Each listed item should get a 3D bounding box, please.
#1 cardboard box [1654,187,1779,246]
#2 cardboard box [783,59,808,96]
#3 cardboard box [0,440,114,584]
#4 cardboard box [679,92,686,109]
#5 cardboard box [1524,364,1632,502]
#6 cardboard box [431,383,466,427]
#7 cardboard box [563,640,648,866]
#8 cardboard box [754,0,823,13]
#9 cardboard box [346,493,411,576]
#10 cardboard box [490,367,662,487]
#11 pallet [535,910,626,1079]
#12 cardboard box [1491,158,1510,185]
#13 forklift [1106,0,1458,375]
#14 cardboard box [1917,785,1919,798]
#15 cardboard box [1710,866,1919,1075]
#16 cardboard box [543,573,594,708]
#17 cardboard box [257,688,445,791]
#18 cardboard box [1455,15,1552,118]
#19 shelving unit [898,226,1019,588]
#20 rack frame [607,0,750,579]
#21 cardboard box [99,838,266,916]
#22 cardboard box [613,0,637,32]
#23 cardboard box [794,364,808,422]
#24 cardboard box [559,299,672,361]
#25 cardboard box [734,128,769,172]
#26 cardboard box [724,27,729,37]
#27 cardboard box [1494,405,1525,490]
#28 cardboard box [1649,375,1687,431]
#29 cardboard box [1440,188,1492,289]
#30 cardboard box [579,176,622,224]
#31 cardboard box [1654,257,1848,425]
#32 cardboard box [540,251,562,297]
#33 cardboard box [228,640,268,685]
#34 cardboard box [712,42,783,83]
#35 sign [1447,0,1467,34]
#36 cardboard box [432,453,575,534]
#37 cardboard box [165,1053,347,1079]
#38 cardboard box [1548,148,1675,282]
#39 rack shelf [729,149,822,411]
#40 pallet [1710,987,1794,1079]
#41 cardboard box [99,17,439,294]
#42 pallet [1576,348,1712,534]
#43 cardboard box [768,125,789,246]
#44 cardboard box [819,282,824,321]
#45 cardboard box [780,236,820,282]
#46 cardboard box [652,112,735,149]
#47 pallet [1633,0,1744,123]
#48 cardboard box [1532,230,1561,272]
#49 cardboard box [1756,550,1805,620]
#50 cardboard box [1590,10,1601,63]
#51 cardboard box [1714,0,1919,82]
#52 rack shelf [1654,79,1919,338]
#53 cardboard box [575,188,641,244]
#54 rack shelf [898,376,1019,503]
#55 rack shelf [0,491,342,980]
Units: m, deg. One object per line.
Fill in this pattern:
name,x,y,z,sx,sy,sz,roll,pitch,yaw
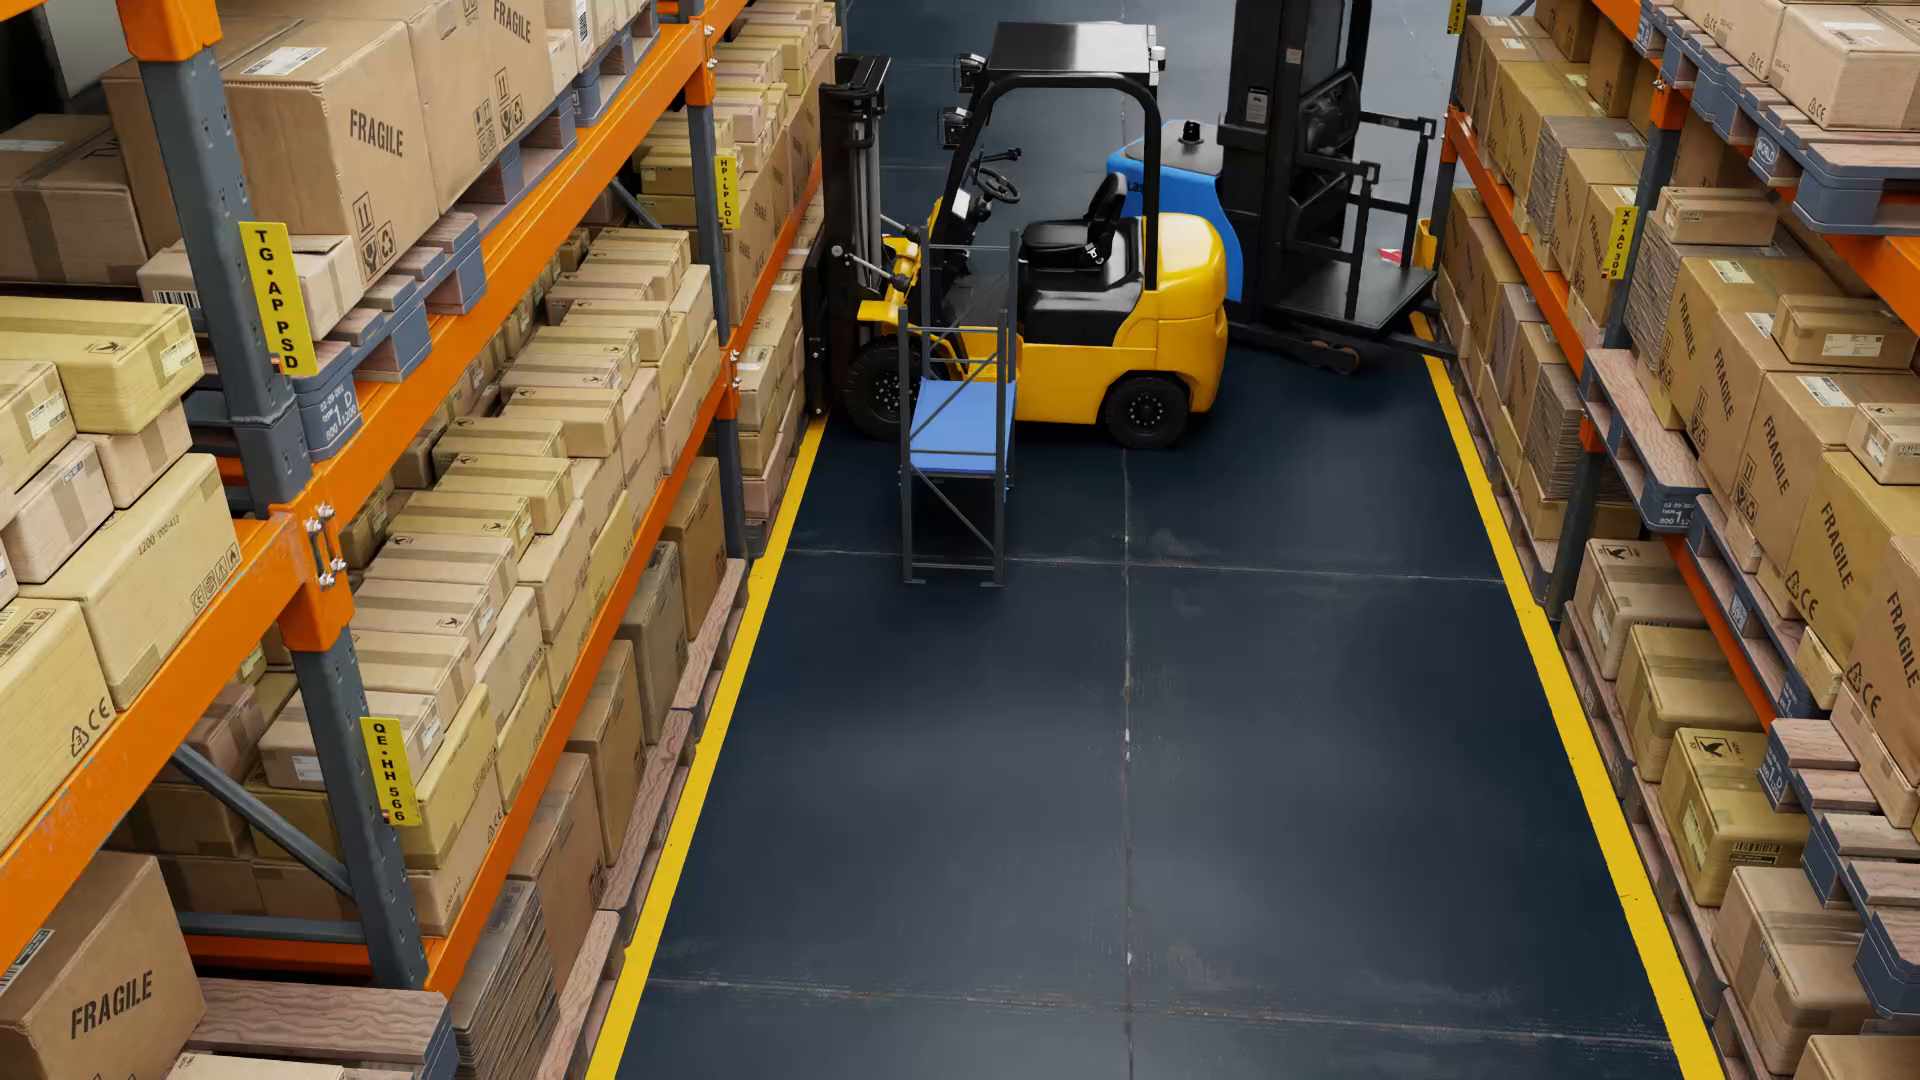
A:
cardboard box,2.983,-1.279,6.569,0.380,0.149,0.250,2,32,4
cardboard box,-1.077,-2.641,9.463,0.380,0.149,0.250,3,32,4
cardboard box,-1.729,-0.057,2.887,0.380,0.149,0.250,2,32,3
cardboard box,-1.679,-2.400,9.071,0.380,0.149,0.250,1,32,2
cardboard box,3.154,-0.534,8.263,0.500,0.500,0.500,2,32,3
cardboard box,-1.987,-0.445,5.899,0.380,0.149,0.250,3,32,4
cardboard box,-1.735,0.808,6.443,0.875,0.625,0.625,1,32,2
cardboard box,-1.056,-3.306,10.259,0.380,0.149,0.250,3,32,4
cardboard box,-2.056,0.071,5.443,0.500,0.250,0.500,2,32,4
cardboard box,-1.441,-0.441,6.273,0.500,0.250,0.500,3,32,5
pallet,-1.794,1.754,5.703,1.003,0.211,1.213,2,32,4
cardboard box,3.303,-2.166,9.646,0.380,0.149,0.250,3,32,5
forklift,2.451,-2.603,10.180,3.031,2.935,1.130,19,36,27
cardboard box,2.808,0.608,4.125,0.500,0.500,0.500,2,32,3
cardboard box,3.156,1.464,5.619,0.950,0.372,0.625,2,32,3
cardboard box,-1.539,0.305,5.538,0.500,0.250,0.500,1,32,2
cardboard box,-1.580,0.523,4.329,0.380,0.149,0.250,3,32,5
cardboard box,3.384,-2.911,10.235,0.500,0.500,0.500,2,32,3
shelving unit,0.007,-0.683,8.429,0.538,1.500,1.048,2,32,4
rack frame,-1.574,-1.096,7.669,1.000,3.000,0.127,2,32,4
cardboard box,-2.118,0.814,4.714,0.500,0.250,0.500,2,32,3
cardboard box,-1.361,-1.899,5.858,0.380,0.149,0.250,2,32,4
cardboard box,-1.152,-0.878,9.537,0.500,0.250,0.500,3,32,5
cardboard box,-1.345,-0.822,6.511,0.380,0.149,0.250,2,32,2
cardboard box,-1.179,-1.969,8.372,0.380,0.149,0.250,3,32,5
cardboard box,-1.586,-3.064,9.865,0.380,0.149,0.250,3,32,4
cardboard box,3.187,-0.494,8.912,0.500,0.250,0.500,2,32,3
cardboard box,2.985,-0.552,6.626,0.380,0.149,0.250,3,32,5
cardboard box,3.357,-1.883,10.451,0.500,0.500,0.500,1,32,2
cardboard box,-1.804,-1.594,7.764,0.380,0.149,0.250,2,32,4
cardboard box,3.010,-0.739,6.311,0.500,0.500,0.500,3,32,4
cardboard box,-1.890,-1.102,6.966,0.380,0.149,0.250,1,32,2
cardboard box,-2.165,0.357,4.599,0.380,0.149,0.250,3,32,5
cardboard box,-1.186,-2.634,9.168,0.380,0.149,0.250,3,32,5
sign,3.159,-3.369,10.533,0.100,0.325,0.005,2,32,4
cardboard box,-1.485,-0.152,5.425,0.380,0.149,0.250,3,32,5
cardboard box,-1.571,1.284,3.647,0.380,0.149,0.250,3,32,5
cardboard box,3.197,-1.568,8.056,0.500,0.500,0.500,3,32,6
rack shelf,-1.411,-1.835,9.555,1.077,0.370,4.000,2,32,4
pallet,3.113,1.984,5.329,1.003,0.211,1.213,2,32,4
cardboard box,-1.598,-0.914,3.923,0.500,0.500,0.500,3,32,4
pallet,3.167,-0.411,6.740,1.003,0.211,1.213,2,32,4
cardboard box,-1.211,-1.897,8.874,0.500,0.500,0.500,2,32,3
cardboard box,-1.093,-1.347,9.820,0.500,0.250,0.500,2,32,4
cardboard box,-1.090,-1.571,9.708,0.500,0.250,0.500,2,32,3
cardboard box,-1.309,-1.970,8.090,0.380,0.149,0.250,2,32,3
pallet,3.217,-1.765,6.074,1.213,0.211,1.003,2,32,4
cardboard box,3.176,-1.491,8.551,0.380,0.149,0.250,2,32,3
cardboard box,2.887,0.139,5.505,0.380,0.149,0.250,1,32,2
cardboard box,3.888,-2.761,9.038,0.700,0.500,0.500,2,32,3
cardboard box,2.886,-1.724,5.572,0.500,0.250,0.500,2,32,3
rack shelf,3.211,-0.811,5.033,1.077,0.370,4.000,2,32,4
cardboard box,-1.807,-1.385,8.043,0.500,0.500,0.500,2,32,4
rack shelf,0.007,-0.530,8.523,0.538,0.185,1.000,2,32,4
rack shelf,-2.062,1.071,1.980,1.077,0.370,4.000,2,32,4
